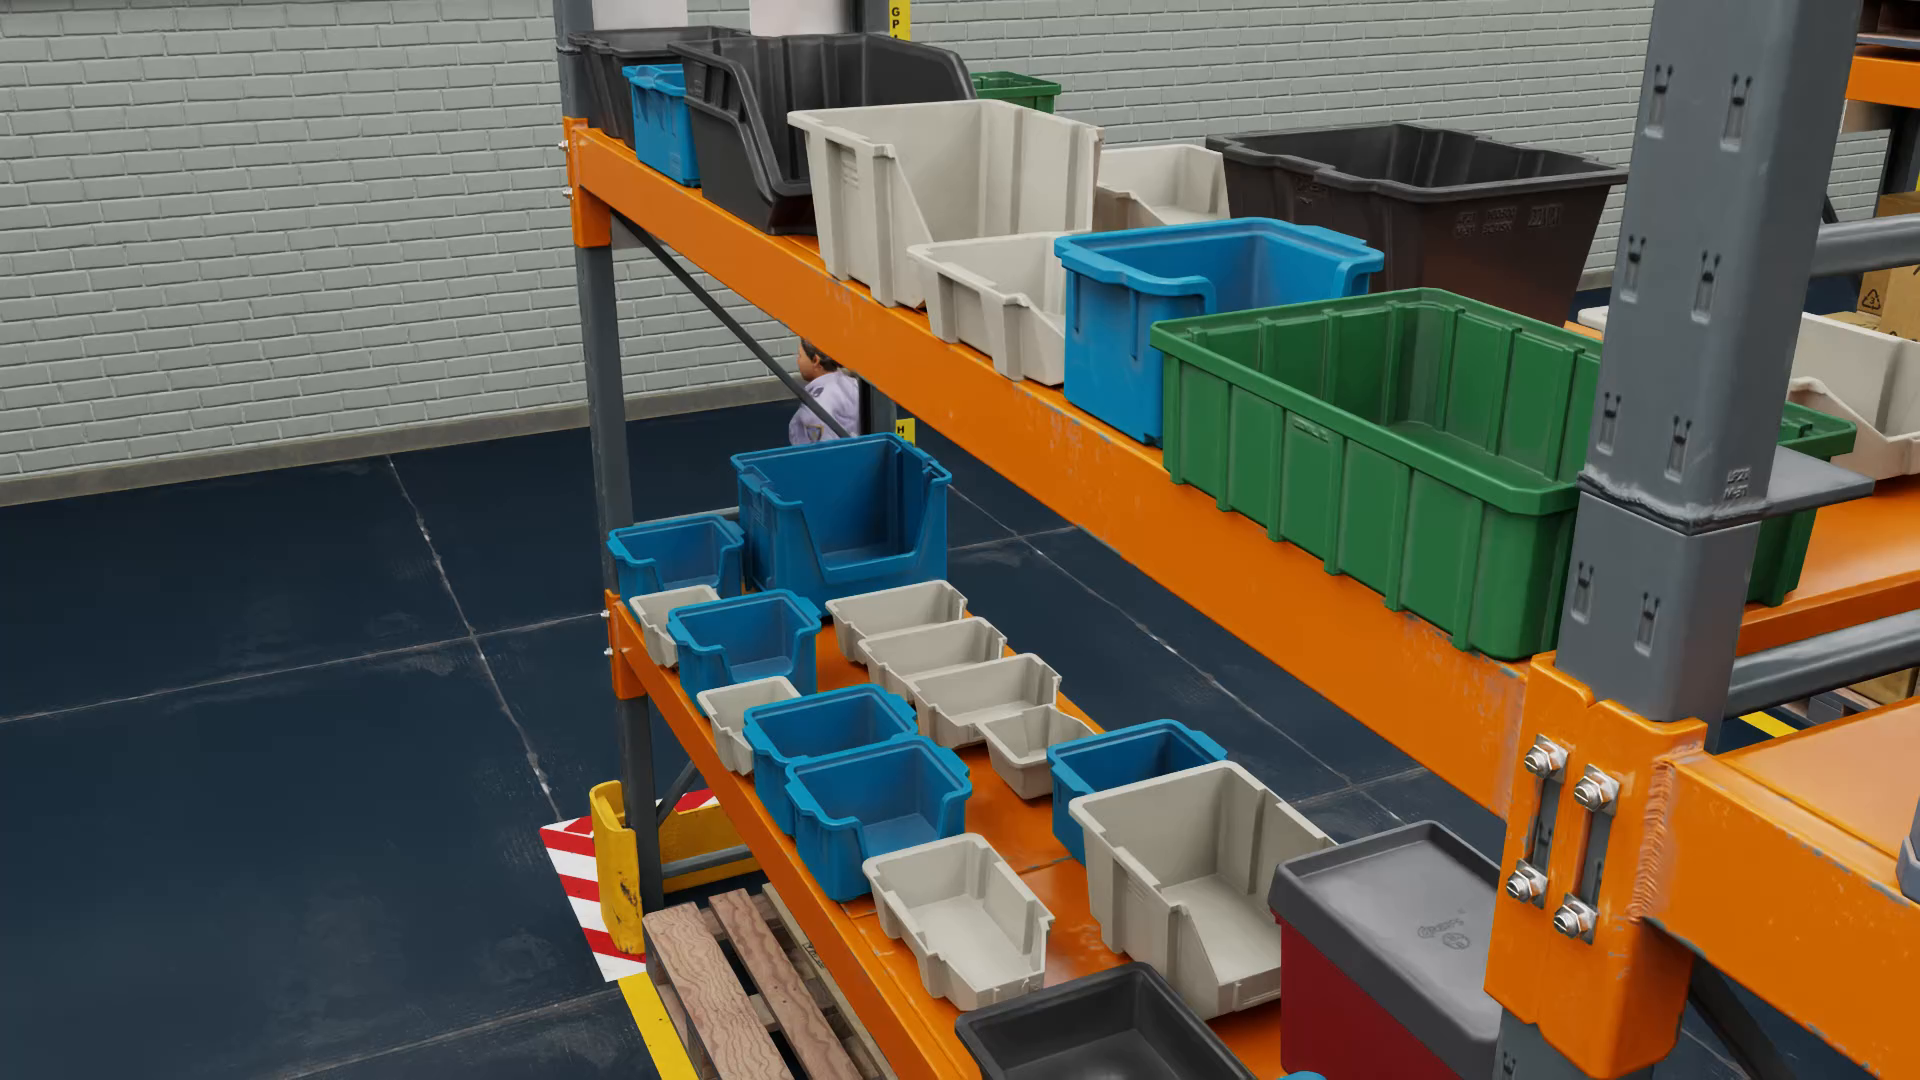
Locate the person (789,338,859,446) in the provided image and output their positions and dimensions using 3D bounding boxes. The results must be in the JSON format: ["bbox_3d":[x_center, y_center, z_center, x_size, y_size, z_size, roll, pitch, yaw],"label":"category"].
[{"bbox_3d":[-0.586,-0.183,7.549,0.962,1.587,0.502,11,25,26],"label":"person"}]
